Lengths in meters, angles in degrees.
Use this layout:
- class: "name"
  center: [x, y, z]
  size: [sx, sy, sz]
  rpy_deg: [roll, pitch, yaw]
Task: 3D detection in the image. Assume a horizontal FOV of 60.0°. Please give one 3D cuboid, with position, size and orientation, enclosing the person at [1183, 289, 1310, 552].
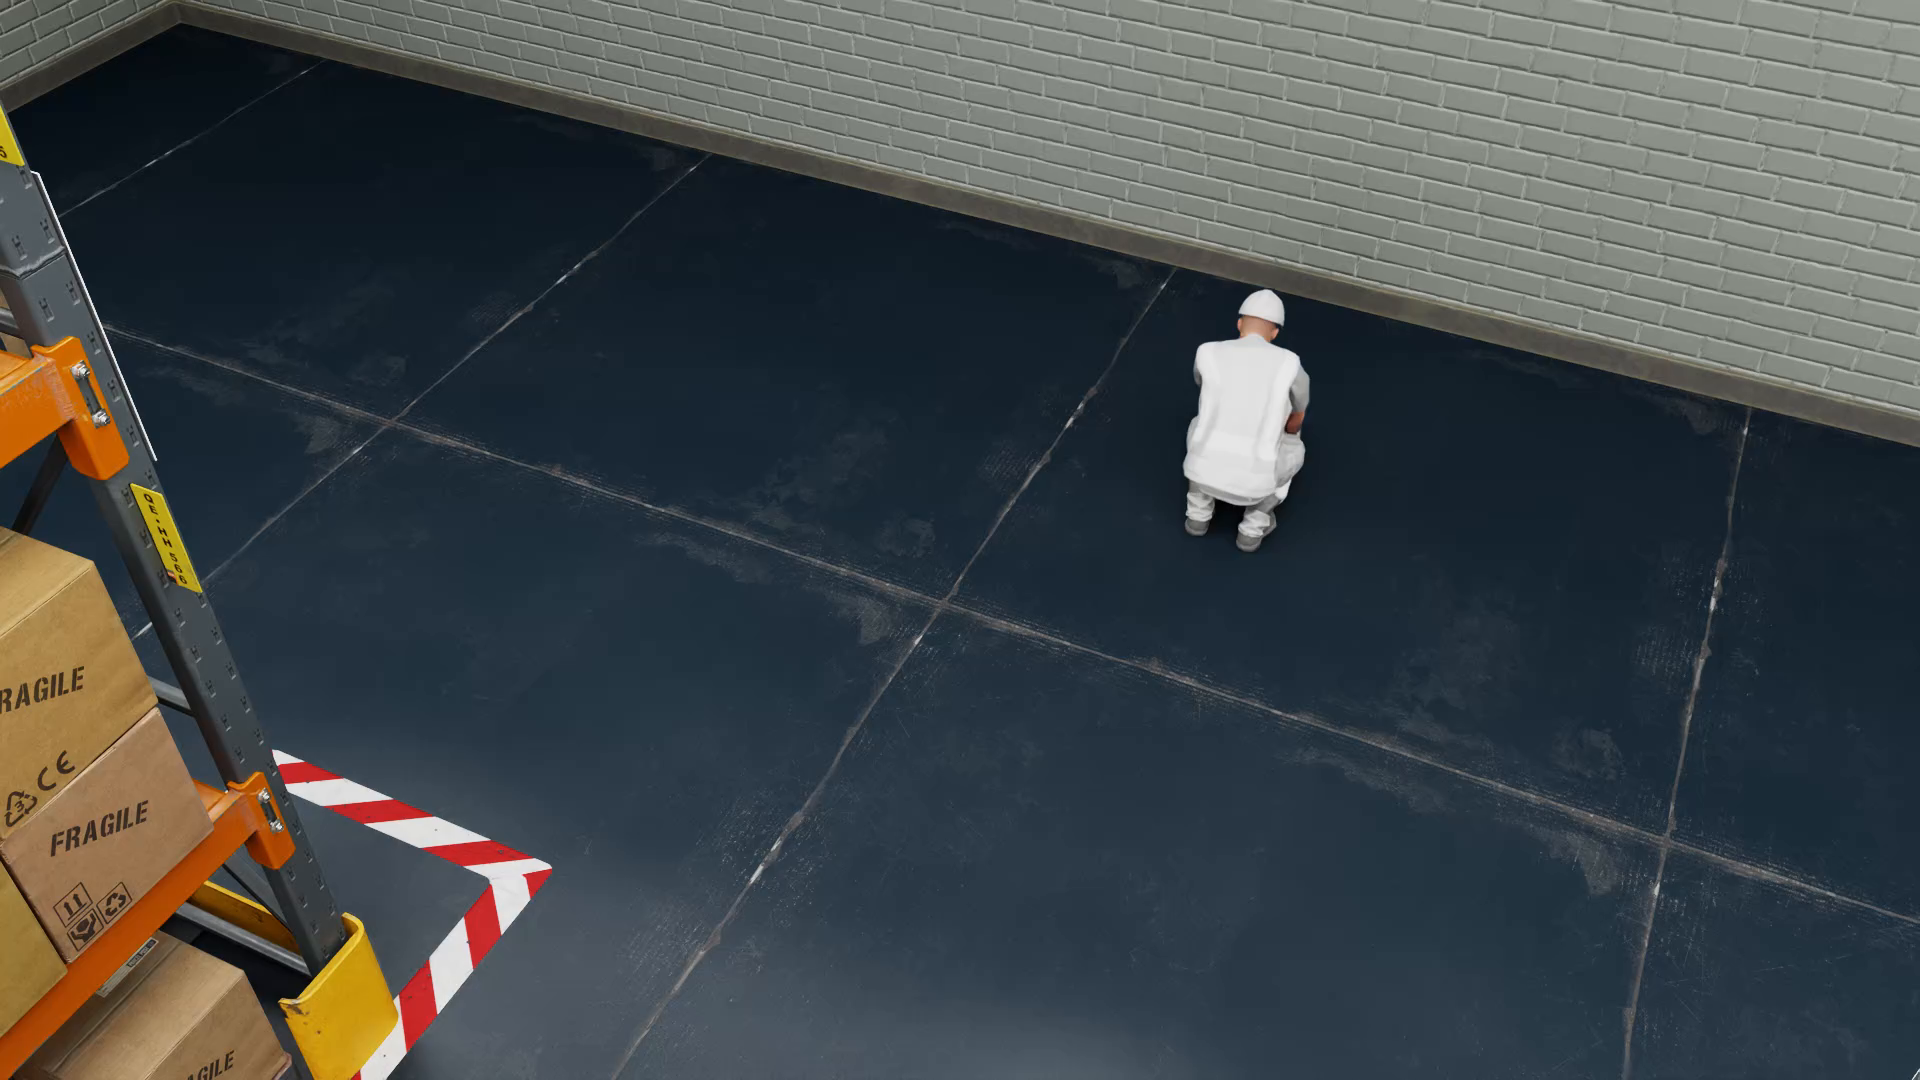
- class: "person"
  center: [1.257, -0.524, 7.329]
  size: [0.555, 1.006, 0.866]
  rpy_deg: [17, 44, 18]
